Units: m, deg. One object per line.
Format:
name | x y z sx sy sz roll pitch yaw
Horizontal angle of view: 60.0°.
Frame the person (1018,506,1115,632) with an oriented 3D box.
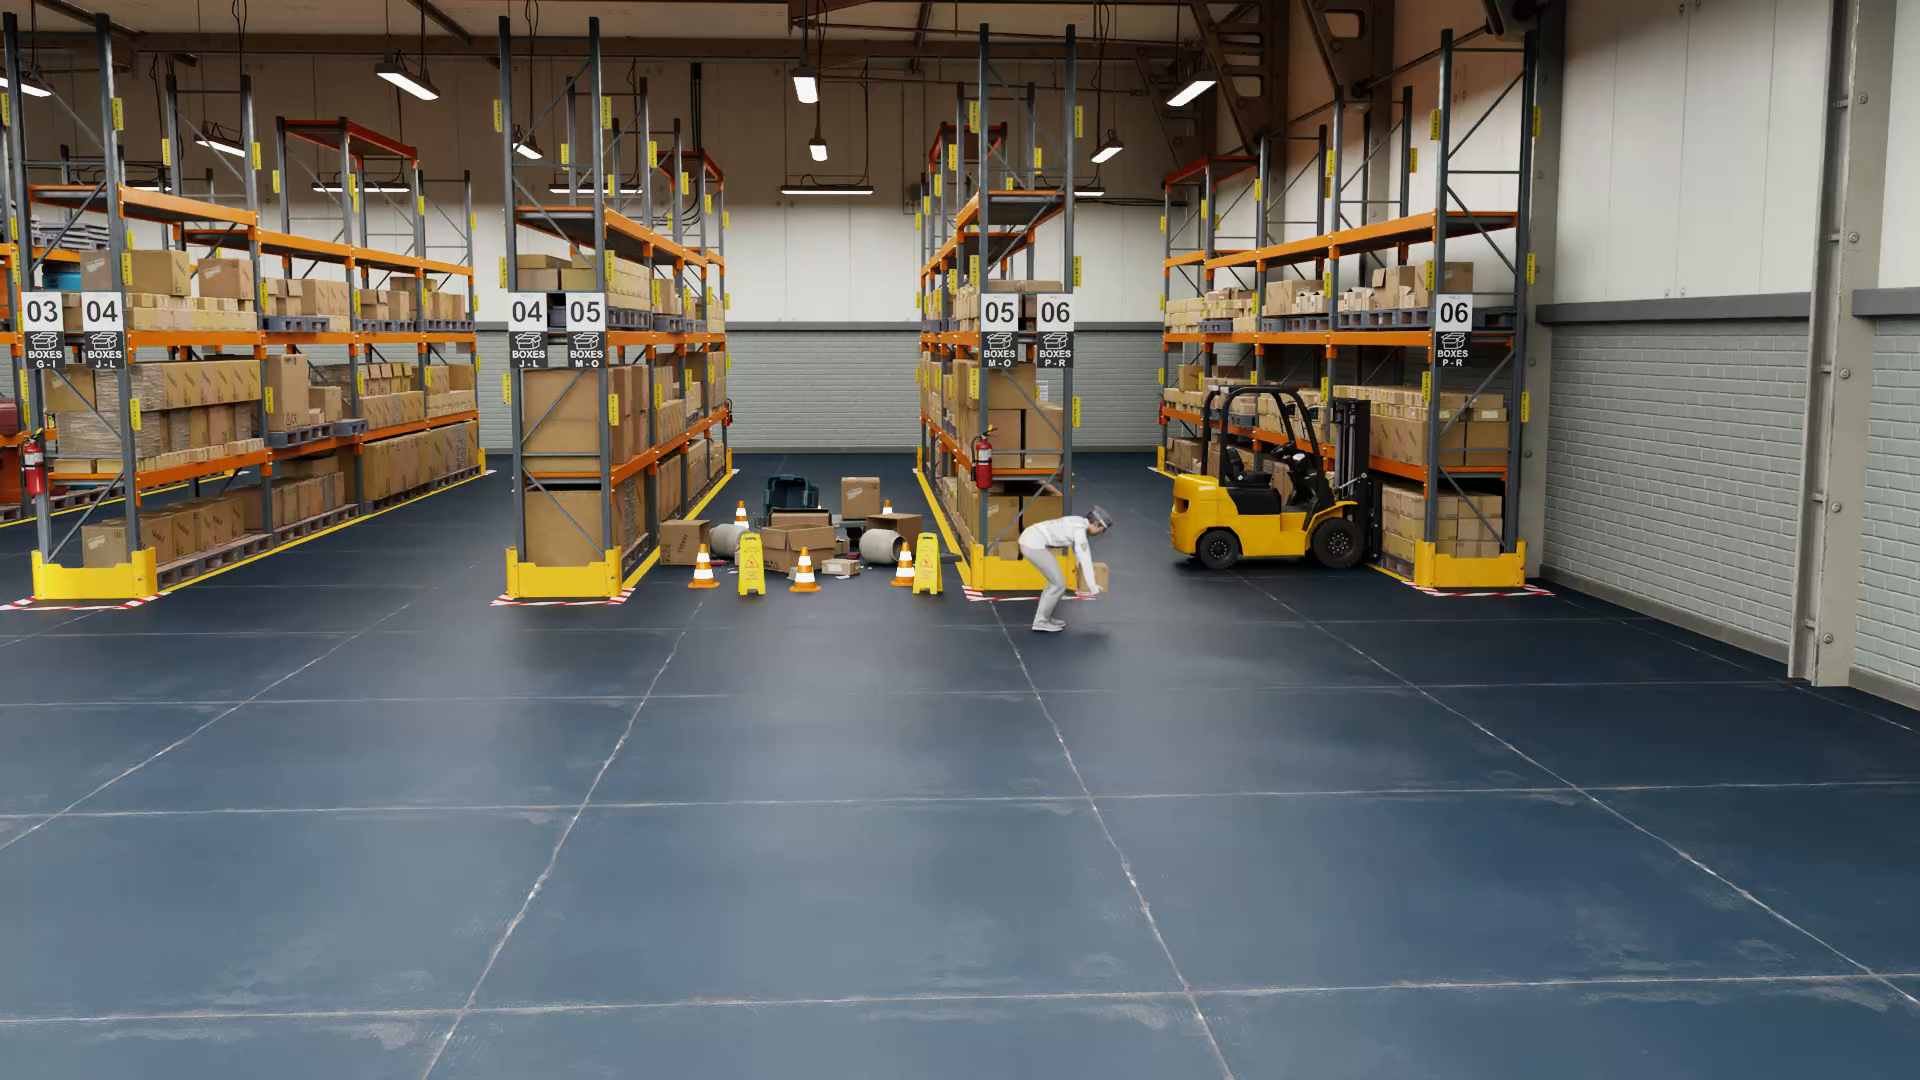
person | 1.007 0.262 15.663 0.912 1.168 0.432 -1 7 -6
